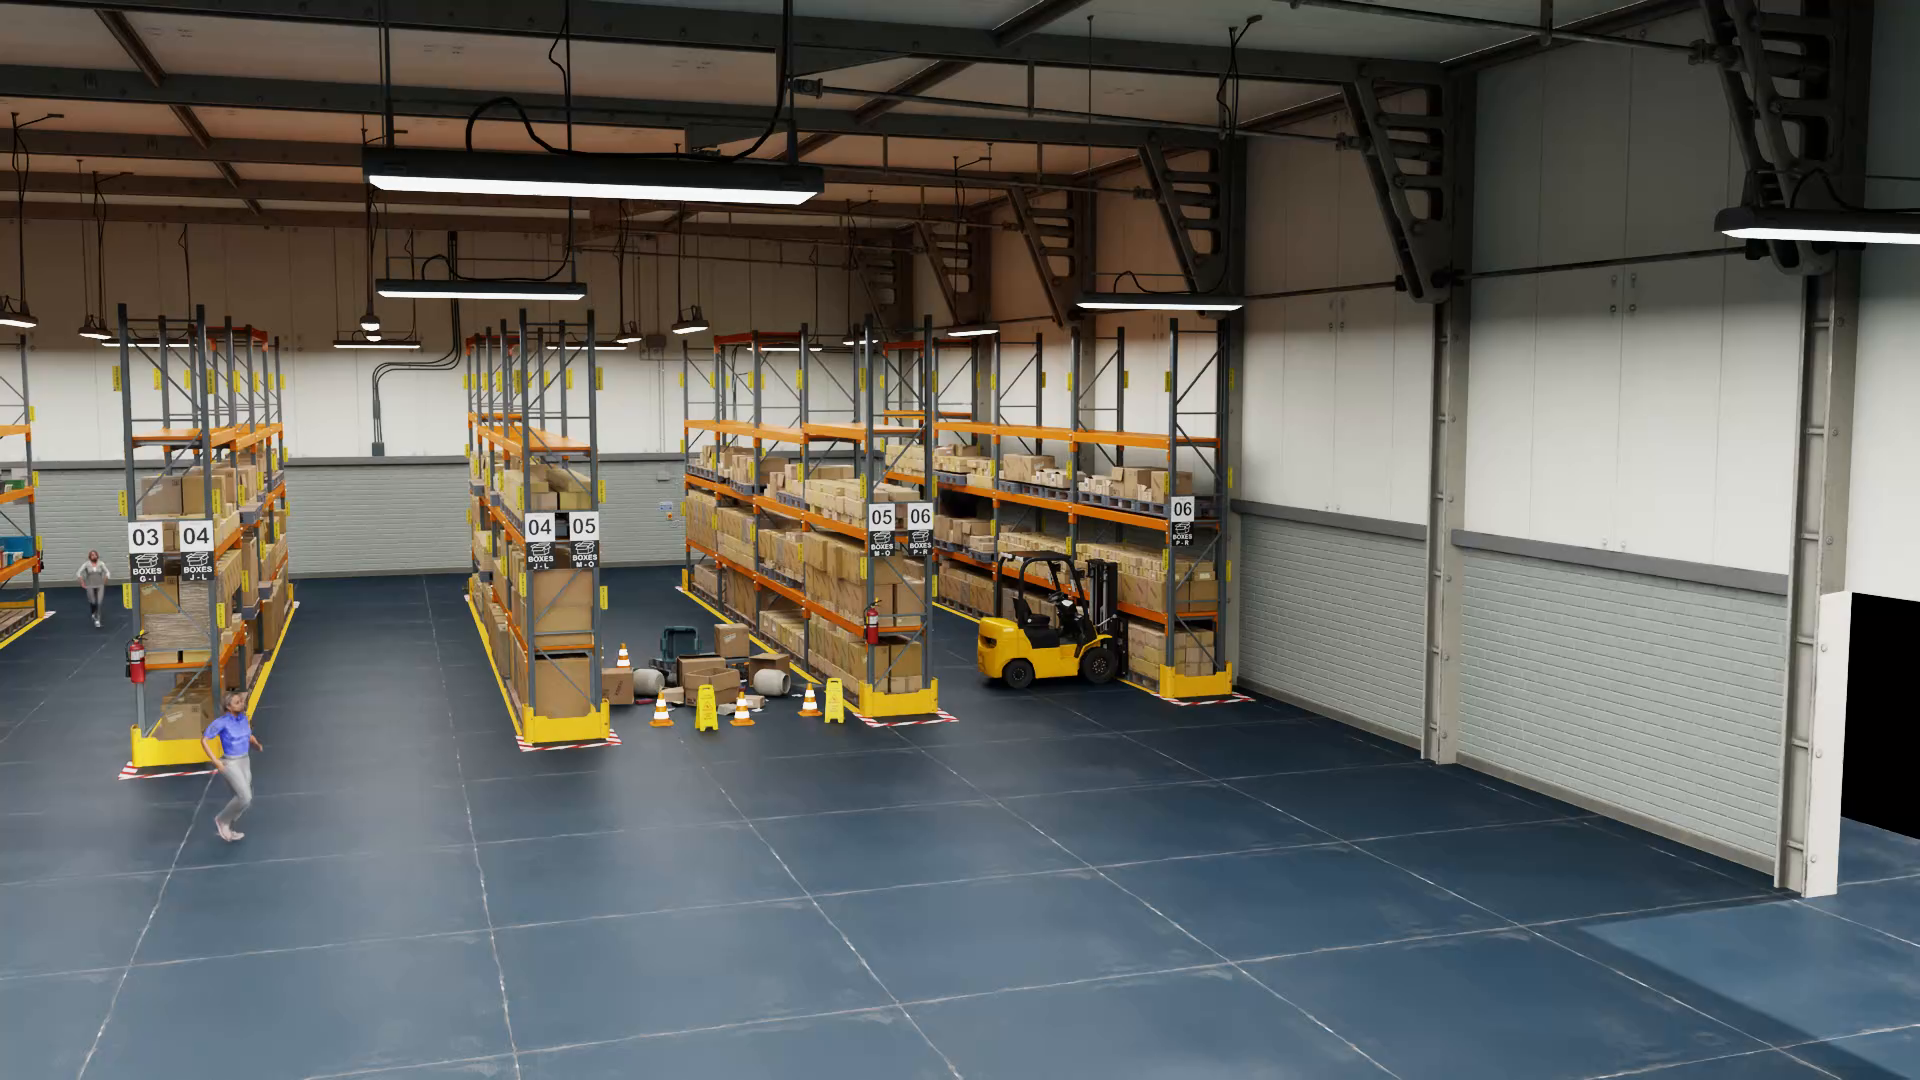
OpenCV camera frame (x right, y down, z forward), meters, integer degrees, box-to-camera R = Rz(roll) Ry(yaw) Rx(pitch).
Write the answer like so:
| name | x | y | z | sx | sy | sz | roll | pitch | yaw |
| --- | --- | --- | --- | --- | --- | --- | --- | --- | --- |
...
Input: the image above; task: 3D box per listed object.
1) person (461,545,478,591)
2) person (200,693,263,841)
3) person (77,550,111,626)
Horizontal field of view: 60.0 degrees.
| name | x | y | z | sx | sy | sz | roll | pitch | yaw |
| --- | --- | --- | --- | --- | --- | --- | --- | --- | --- |
| person | -11.439 | 0.361 | 39.519 | 0.963 | 1.729 | 0.723 | 0 | 5 | 1 |
| person | -7.861 | 2.470 | 18.097 | 0.534 | 1.621 | 0.628 | 1 | 6 | 15 |
| person | -17.769 | 1.000 | 34.169 | 0.604 | 1.576 | 0.552 | -4 | 7 | -37 |
